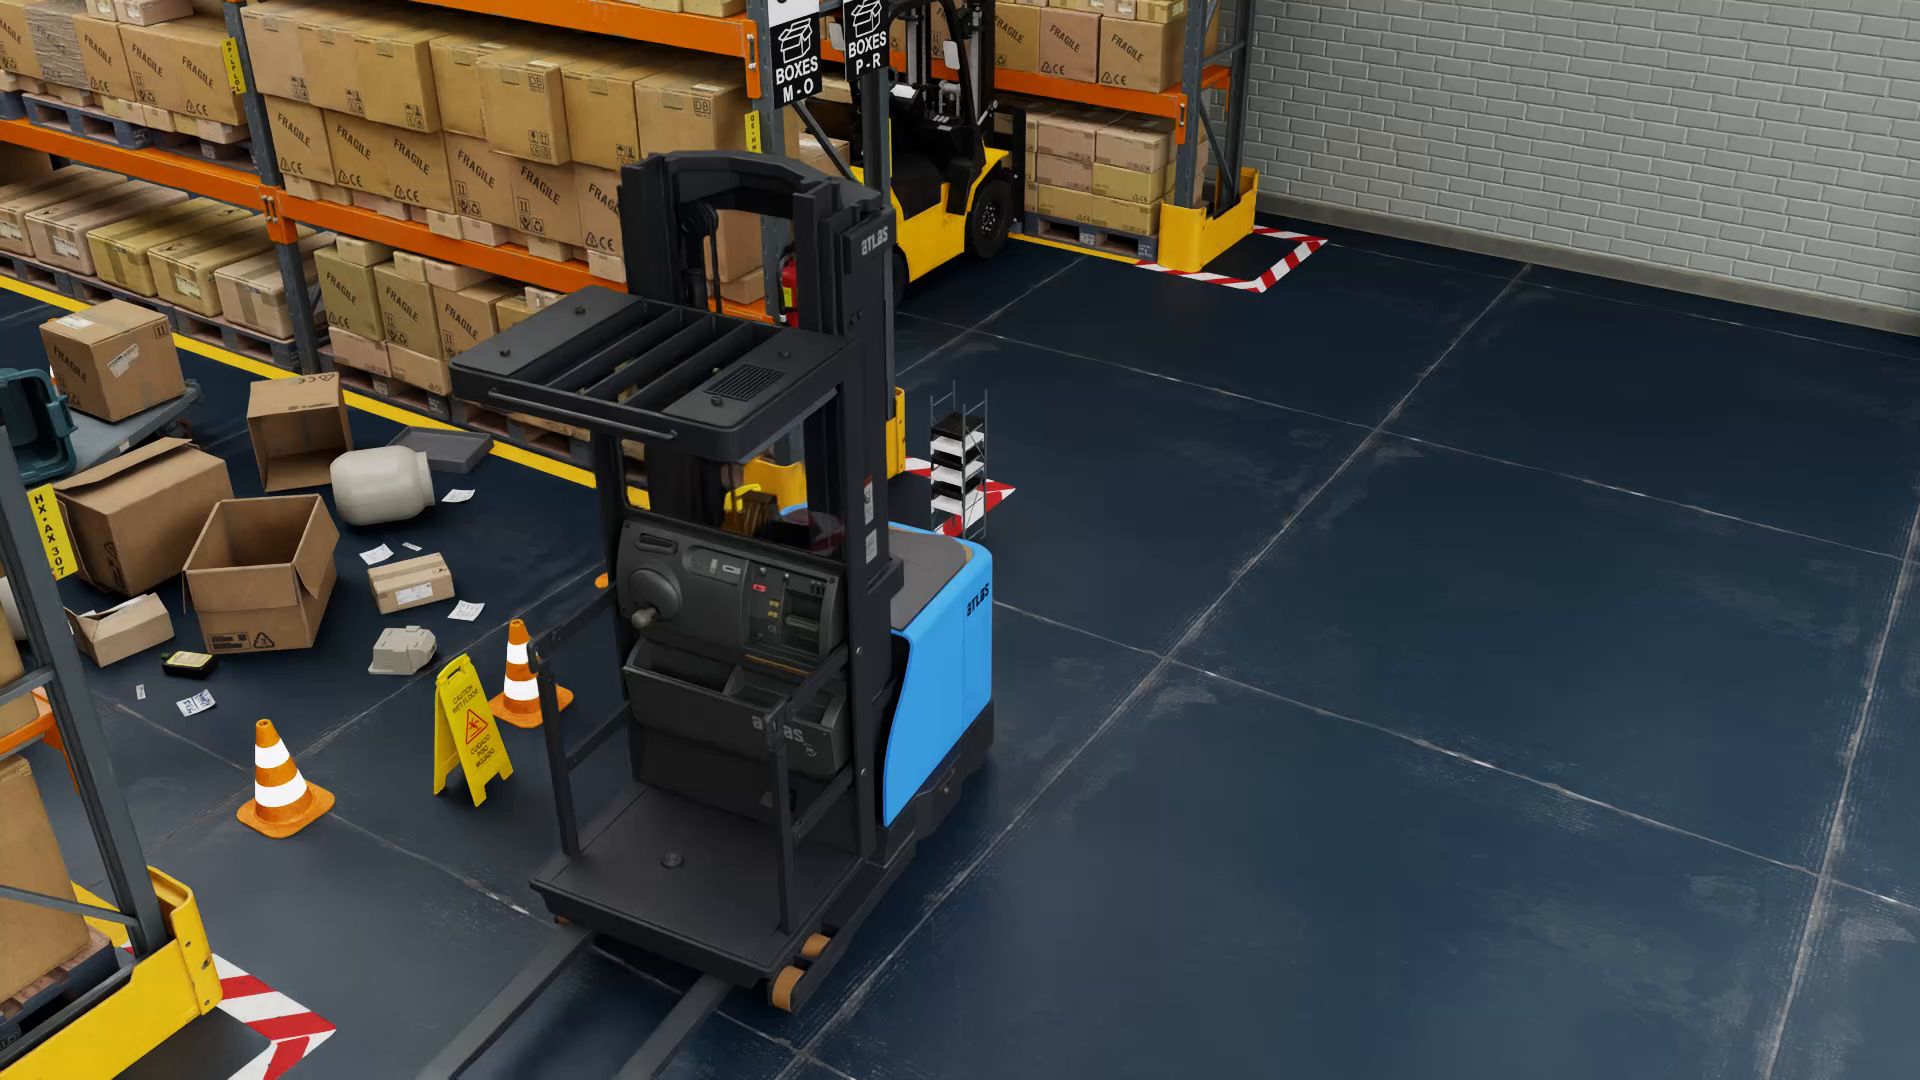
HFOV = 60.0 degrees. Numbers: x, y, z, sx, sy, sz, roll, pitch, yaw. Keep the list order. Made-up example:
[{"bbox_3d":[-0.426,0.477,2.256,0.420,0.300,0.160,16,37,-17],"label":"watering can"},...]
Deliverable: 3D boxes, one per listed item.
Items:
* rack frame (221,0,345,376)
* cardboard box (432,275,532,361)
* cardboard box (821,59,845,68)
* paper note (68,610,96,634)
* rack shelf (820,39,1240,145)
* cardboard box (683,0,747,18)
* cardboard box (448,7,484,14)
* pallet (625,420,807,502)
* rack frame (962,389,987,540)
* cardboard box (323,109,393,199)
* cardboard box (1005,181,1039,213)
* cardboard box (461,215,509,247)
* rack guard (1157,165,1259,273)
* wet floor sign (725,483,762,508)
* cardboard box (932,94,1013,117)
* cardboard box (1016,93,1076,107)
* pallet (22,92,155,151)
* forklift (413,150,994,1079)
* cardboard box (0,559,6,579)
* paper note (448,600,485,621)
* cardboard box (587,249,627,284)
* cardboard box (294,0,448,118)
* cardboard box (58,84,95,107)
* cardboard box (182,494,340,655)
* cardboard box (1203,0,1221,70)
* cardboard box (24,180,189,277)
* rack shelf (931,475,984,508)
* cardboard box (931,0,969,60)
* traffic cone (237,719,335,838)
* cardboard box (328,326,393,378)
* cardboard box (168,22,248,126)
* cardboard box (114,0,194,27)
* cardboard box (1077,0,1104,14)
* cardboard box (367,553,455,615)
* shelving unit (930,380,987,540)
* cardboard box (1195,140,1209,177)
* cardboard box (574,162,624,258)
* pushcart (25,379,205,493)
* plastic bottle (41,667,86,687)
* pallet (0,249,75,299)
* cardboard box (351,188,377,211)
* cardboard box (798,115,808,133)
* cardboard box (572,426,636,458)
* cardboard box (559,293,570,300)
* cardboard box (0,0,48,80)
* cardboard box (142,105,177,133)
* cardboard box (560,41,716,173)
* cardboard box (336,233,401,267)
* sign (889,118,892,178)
[{"bbox_3d":[-4.081,-2.588,10.710,0.127,3.000,1.000,18,35,27],"label":"rack frame"},{"bbox_3d":[-2.827,-1.355,10.163,0.500,0.500,0.500,20,36,30],"label":"cardboard box"},{"bbox_3d":[-0.925,-4.084,14.593,0.500,0.250,0.500,18,35,28],"label":"cardboard box"},{"bbox_3d":[-4.504,0.420,8.507,0.172,0.023,0.155,-21,36,-32],"label":"paper note"},{"bbox_3d":[0.249,-3.861,13.606,4.000,0.370,1.077,18,35,27],"label":"rack shelf"},{"bbox_3d":[-1.144,-2.680,8.140,0.250,0.149,0.380,18,35,28],"label":"cardboard box"},{"bbox_3d":[-5.109,-5.434,17.008,0.250,0.149,0.380,20,35,30],"label":"cardboard box"},{"bbox_3d":[-1.426,-0.565,10.010,1.213,0.211,1.003,18,35,27],"label":"pallet"},{"bbox_3d":[0.079,-0.364,8.980,0.006,0.900,0.240,18,35,27],"label":"rack frame"},{"bbox_3d":[-3.419,-2.399,9.990,0.500,0.500,0.500,17,34,27],"label":"cardboard box"},{"bbox_3d":[0.542,-2.896,13.549,0.500,0.250,0.500,18,35,28],"label":"cardboard box"},{"bbox_3d":[-2.678,-1.856,9.704,0.250,0.149,0.380,17,34,27],"label":"cardboard box"},{"bbox_3d":[1.963,-2.550,13.125,0.348,0.500,1.175,18,35,27],"label":"rack guard"},{"bbox_3d":[-1.101,0.008,8.596,0.267,0.644,0.232,-21,36,-32],"label":"wet floor sign"},{"bbox_3d":[0.094,-3.456,13.517,0.500,0.250,0.500,17,34,26],"label":"cardboard box"},{"bbox_3d":[0.793,-3.542,13.665,0.500,0.250,0.500,17,34,27],"label":"cardboard box"},{"bbox_3d":[-5.770,-3.064,11.716,1.213,0.211,1.003,18,35,27],"label":"pallet"},{"bbox_3d":[-0.951,0.244,5.924,1.130,2.935,3.031,14,33,22],"label":"forklift"},{"bbox_3d":[-3.532,-0.024,5.094,0.550,0.550,0.875,18,35,27],"label":"cardboard box"},{"bbox_3d":[-2.552,0.362,8.599,0.142,0.019,0.148,6,31,10],"label":"paper note"},{"bbox_3d":[-1.837,-1.571,9.216,0.250,0.149,0.380,18,35,28],"label":"cardboard box"},{"bbox_3d":[-3.402,-2.835,9.747,0.500,0.500,0.700,18,35,28],"label":"cardboard box"},{"bbox_3d":[-5.949,-3.113,11.441,0.250,0.149,0.380,19,35,29],"label":"cardboard box"},{"bbox_3d":[-3.526,0.172,8.457,0.637,0.503,0.797,-4,30,-7],"label":"cardboard box"},{"bbox_3d":[1.671,-3.931,12.912,0.500,0.500,0.500,19,35,29],"label":"cardboard box"},{"bbox_3d":[-6.366,-2.356,12.503,0.625,0.372,0.950,17,34,26],"label":"cardboard box"},{"bbox_3d":[-0.007,-0.284,9.089,0.200,0.077,0.258,18,35,27],"label":"rack shelf"},{"bbox_3d":[0.086,-4.109,13.218,0.500,0.500,0.500,18,35,28],"label":"cardboard box"},{"bbox_3d":[-2.934,0.970,7.127,0.334,0.463,0.336,18,35,27],"label":"traffic cone"},{"bbox_3d":[-3.725,-1.309,10.828,0.500,0.250,0.500,16,34,25],"label":"cardboard box"},{"bbox_3d":[-4.594,-2.967,10.548,0.500,0.500,0.500,17,34,26],"label":"cardboard box"},{"bbox_3d":[-5.182,-3.428,10.694,0.250,0.149,0.380,16,34,26],"label":"cardboard box"},{"bbox_3d":[1.081,-4.084,12.531,0.250,0.149,0.380,18,35,28],"label":"cardboard box"},{"bbox_3d":[-2.876,0.226,8.715,0.380,0.149,0.250,-15,33,-24],"label":"cardboard box"},{"bbox_3d":[-0.007,-0.391,9.027,0.210,0.900,0.258,18,35,27],"label":"shelving unit"},{"bbox_3d":[1.655,-3.060,13.335,0.500,0.250,0.500,18,35,28],"label":"cardboard box"},{"bbox_3d":[-1.721,-1.852,9.054,0.500,0.500,0.500,18,35,27],"label":"cardboard box"},{"bbox_3d":[-5.250,-0.469,9.680,0.936,0.377,1.648,6,31,10],"label":"pushcart"},{"bbox_3d":[-4.345,0.696,7.997,0.133,0.061,0.283,6,31,10],"label":"plastic bottle"},{"bbox_3d":[-6.808,-2.245,12.889,1.213,0.211,1.003,18,35,27],"label":"pallet"},{"bbox_3d":[-3.502,-2.155,10.216,0.250,0.149,0.380,17,34,27],"label":"cardboard box"},{"bbox_3d":[-1.199,-3.656,14.356,0.500,0.250,0.500,17,34,27],"label":"cardboard box"},{"bbox_3d":[-1.955,-0.754,9.878,0.500,0.250,0.500,18,35,28],"label":"cardboard box"},{"bbox_3d":[-2.068,-1.356,9.522,0.250,0.149,0.380,18,35,28],"label":"cardboard box"},{"bbox_3d":[-6.312,-3.518,11.492,0.500,0.500,0.500,18,35,28],"label":"cardboard box"},{"bbox_3d":[-5.115,-2.813,10.928,0.250,0.149,0.380,17,34,27],"label":"cardboard box"},{"bbox_3d":[-1.666,-2.303,8.834,0.500,0.500,0.700,18,35,28],"label":"cardboard box"},{"bbox_3d":[-3.651,-1.854,10.375,0.250,0.149,0.380,18,35,28],"label":"cardboard box"},{"bbox_3d":[-0.404,-2.122,9.052,0.005,0.325,0.100,18,35,27],"label":"sign"}]
